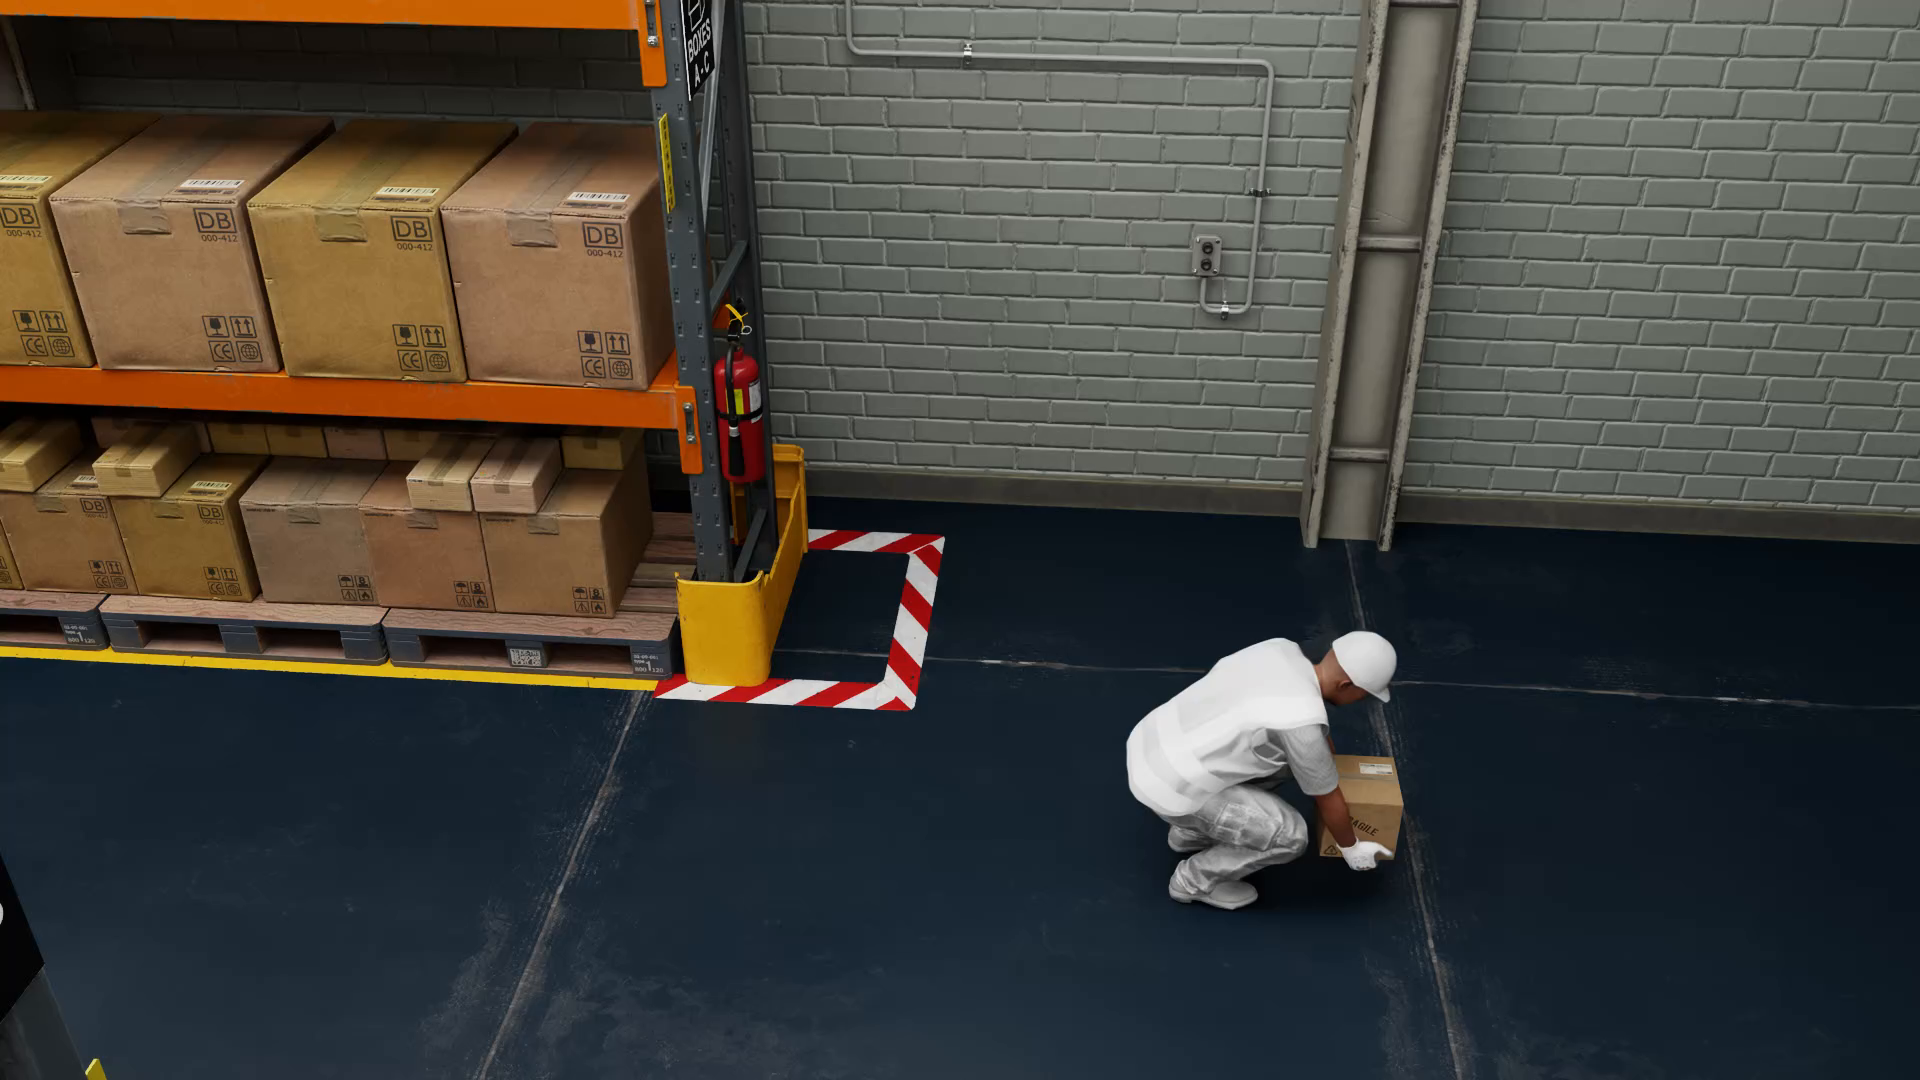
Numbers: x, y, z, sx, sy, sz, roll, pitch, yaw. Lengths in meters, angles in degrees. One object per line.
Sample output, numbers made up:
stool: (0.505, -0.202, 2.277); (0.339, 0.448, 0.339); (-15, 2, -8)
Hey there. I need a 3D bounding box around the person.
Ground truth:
person: (1.027, 0.744, 5.663); (0.915, 1.004, 0.560); (2, 32, 3)
